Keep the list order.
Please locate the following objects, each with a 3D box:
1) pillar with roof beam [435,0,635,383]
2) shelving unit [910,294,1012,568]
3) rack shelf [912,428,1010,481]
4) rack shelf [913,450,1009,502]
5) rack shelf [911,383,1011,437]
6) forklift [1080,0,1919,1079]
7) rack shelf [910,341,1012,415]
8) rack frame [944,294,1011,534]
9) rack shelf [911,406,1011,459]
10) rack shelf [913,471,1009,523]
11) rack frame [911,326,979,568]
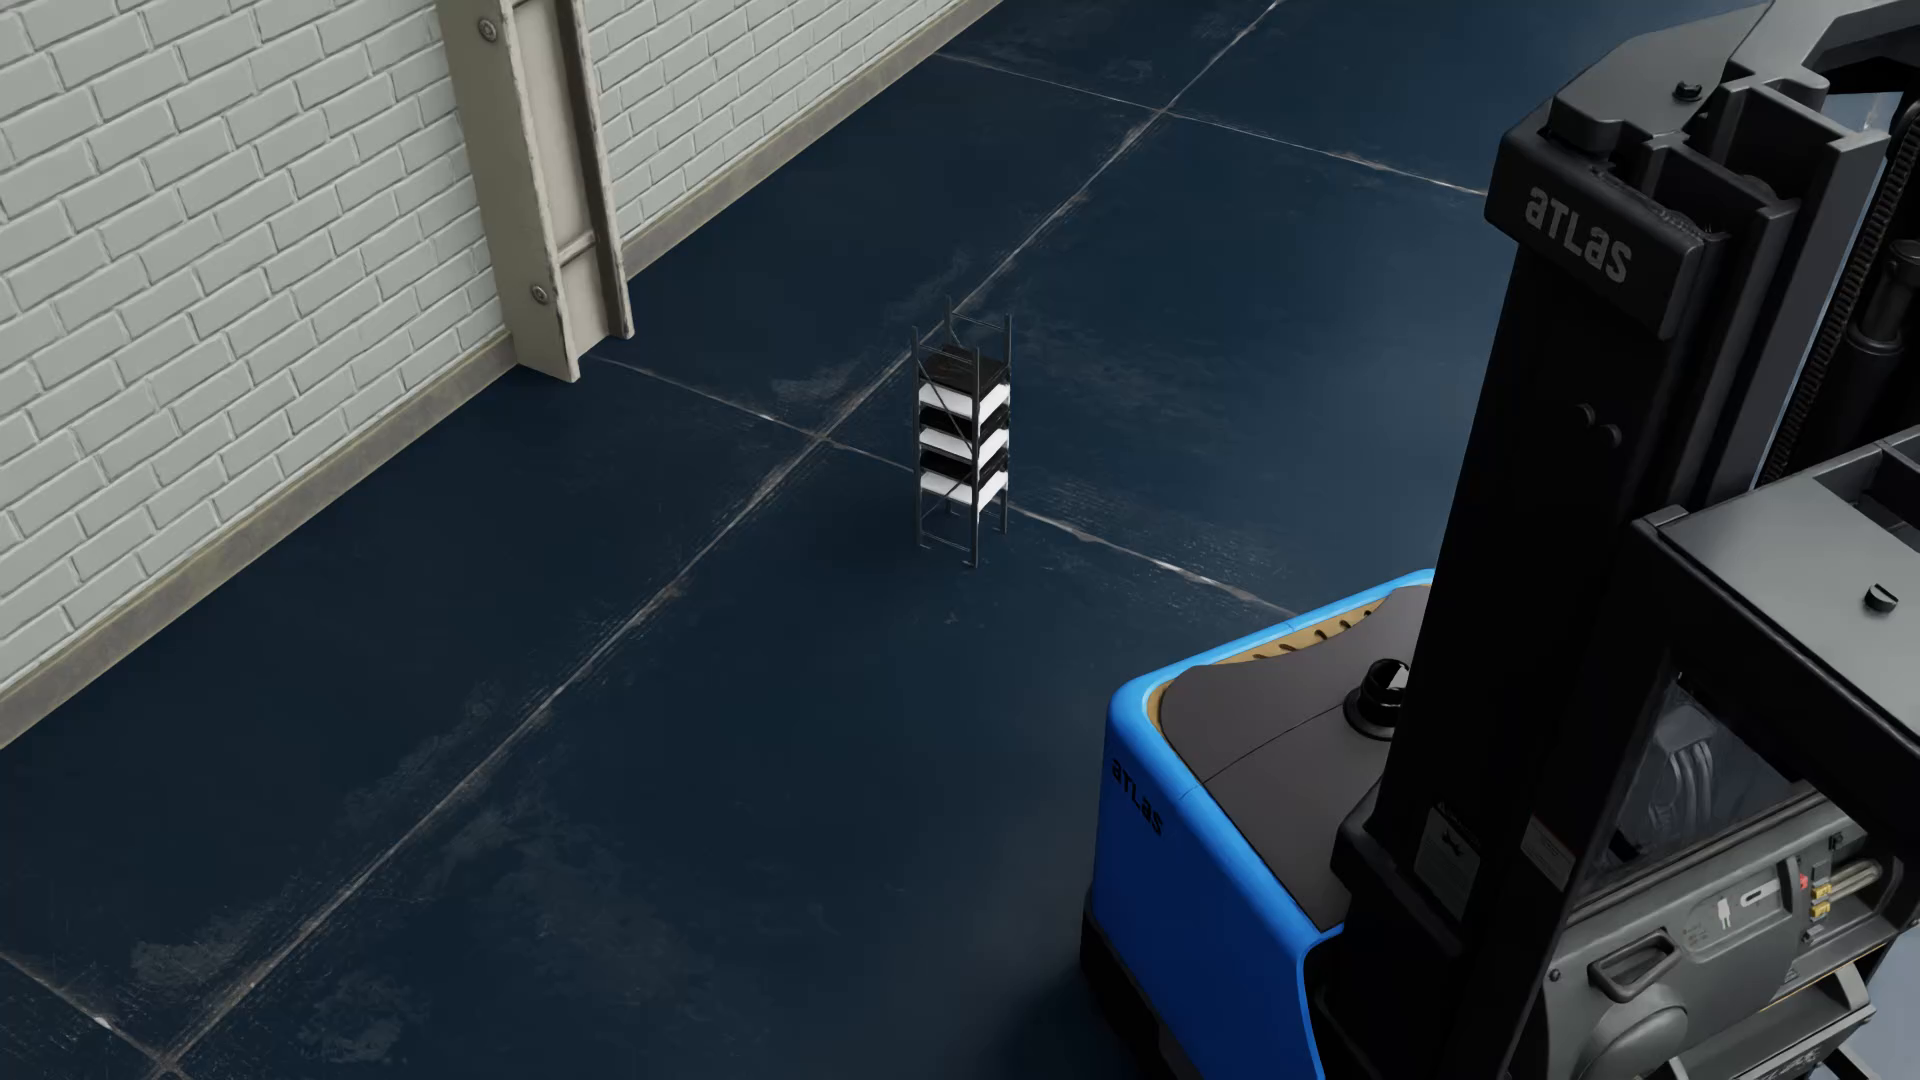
[{"bbox_3d":[2.191,-2.725,2.035,9.100,9.000,0.400,21,45,22],"label":"pillar with roof beam"},{"bbox_3d":[0.004,-0.342,5.458,0.258,0.900,0.210,21,45,22],"label":"shelving unit"},{"bbox_3d":[0.004,-0.317,5.480,0.258,0.077,0.200,21,45,22],"label":"rack shelf"},{"bbox_3d":[0.004,-0.250,5.539,0.258,0.077,0.200,21,45,22],"label":"rack shelf"},{"bbox_3d":[0.004,-0.452,5.361,0.258,0.077,0.200,21,45,22],"label":"rack shelf"},{"bbox_3d":[1.431,0.766,2.662,1.130,2.935,3.031,-19,45,-20],"label":"forklift"},{"bbox_3d":[0.004,-0.520,5.301,0.258,0.077,0.200,21,45,22],"label":"rack shelf"},{"bbox_3d":[0.055,-0.401,5.524,0.240,0.900,0.006,21,45,22],"label":"rack frame"},{"bbox_3d":[0.004,-0.385,5.420,0.258,0.077,0.200,21,45,22],"label":"rack shelf"},{"bbox_3d":[0.004,-0.182,5.599,0.258,0.077,0.200,21,45,22],"label":"rack shelf"},{"bbox_3d":[-0.047,-0.284,5.392,0.240,0.900,0.006,21,45,22],"label":"rack frame"}]
